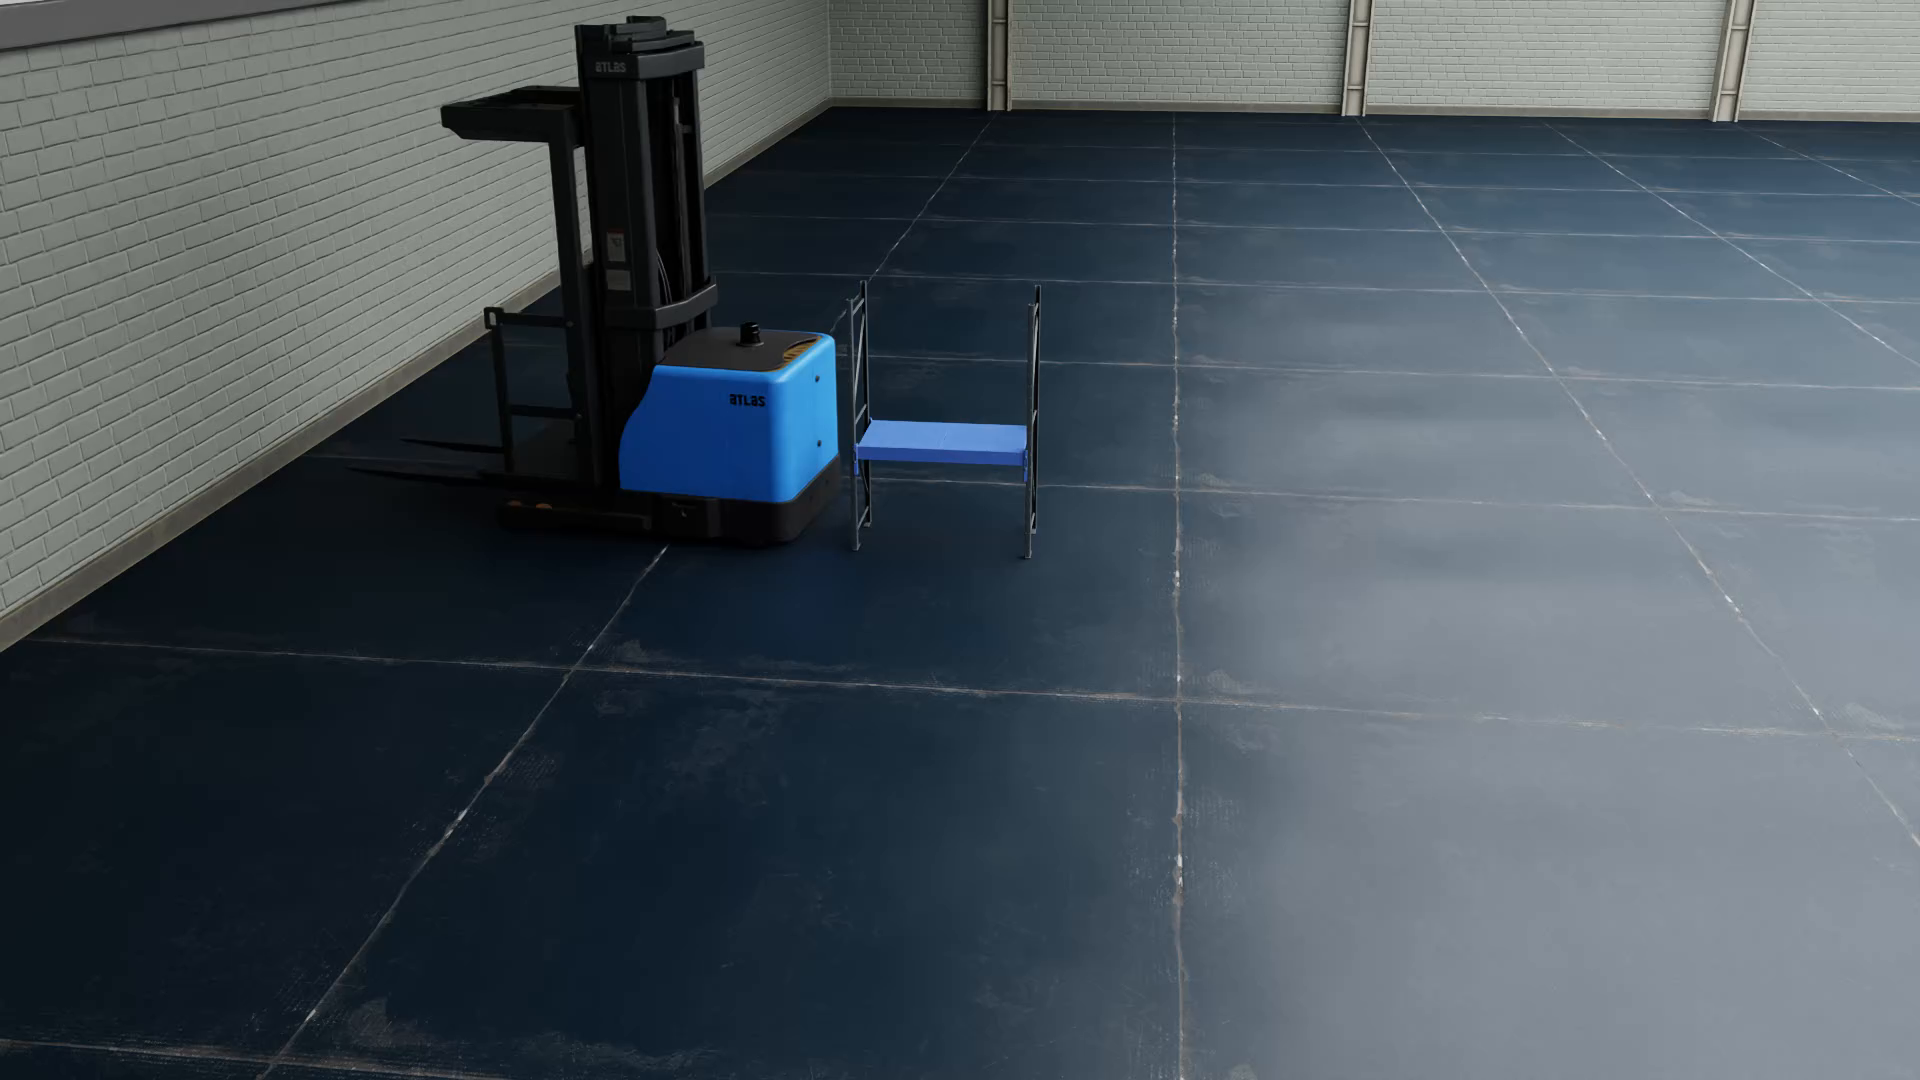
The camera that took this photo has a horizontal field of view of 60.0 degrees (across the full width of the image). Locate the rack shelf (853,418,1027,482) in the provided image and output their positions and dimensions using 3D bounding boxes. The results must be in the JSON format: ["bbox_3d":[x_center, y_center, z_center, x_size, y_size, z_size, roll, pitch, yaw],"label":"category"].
[{"bbox_3d":[-0.085,-0.534,9.740,1.000,0.185,0.538,2,22,6],"label":"rack shelf"}]

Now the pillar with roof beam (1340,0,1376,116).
[{"bbox_3d":[6.135,-9.809,22.511,0.400,9.000,9.100,2,22,6],"label":"pillar with roof beam"}]

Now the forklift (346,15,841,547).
[{"bbox_3d":[-2.328,-1.598,9.995,3.031,2.935,1.130,5,22,13],"label":"forklift"}]

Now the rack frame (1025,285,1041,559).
[{"bbox_3d":[0.420,-0.679,9.618,0.032,1.500,0.500,2,22,6],"label":"rack frame"}]

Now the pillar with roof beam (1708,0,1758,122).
[{"bbox_3d":[12.093,-9.549,21.854,0.400,9.000,9.100,2,22,6],"label":"pillar with roof beam"}]

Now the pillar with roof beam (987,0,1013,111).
[{"bbox_3d":[0.177,-10.068,23.168,0.400,9.000,9.100,2,22,6],"label":"pillar with roof beam"}]

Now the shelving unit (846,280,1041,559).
[{"bbox_3d":[-0.085,-0.701,9.673,1.048,1.500,0.538,2,22,6],"label":"shelving unit"}]

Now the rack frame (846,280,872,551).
[{"bbox_3d":[-0.590,-0.723,9.729,0.032,1.500,0.500,2,22,6],"label":"rack frame"}]
